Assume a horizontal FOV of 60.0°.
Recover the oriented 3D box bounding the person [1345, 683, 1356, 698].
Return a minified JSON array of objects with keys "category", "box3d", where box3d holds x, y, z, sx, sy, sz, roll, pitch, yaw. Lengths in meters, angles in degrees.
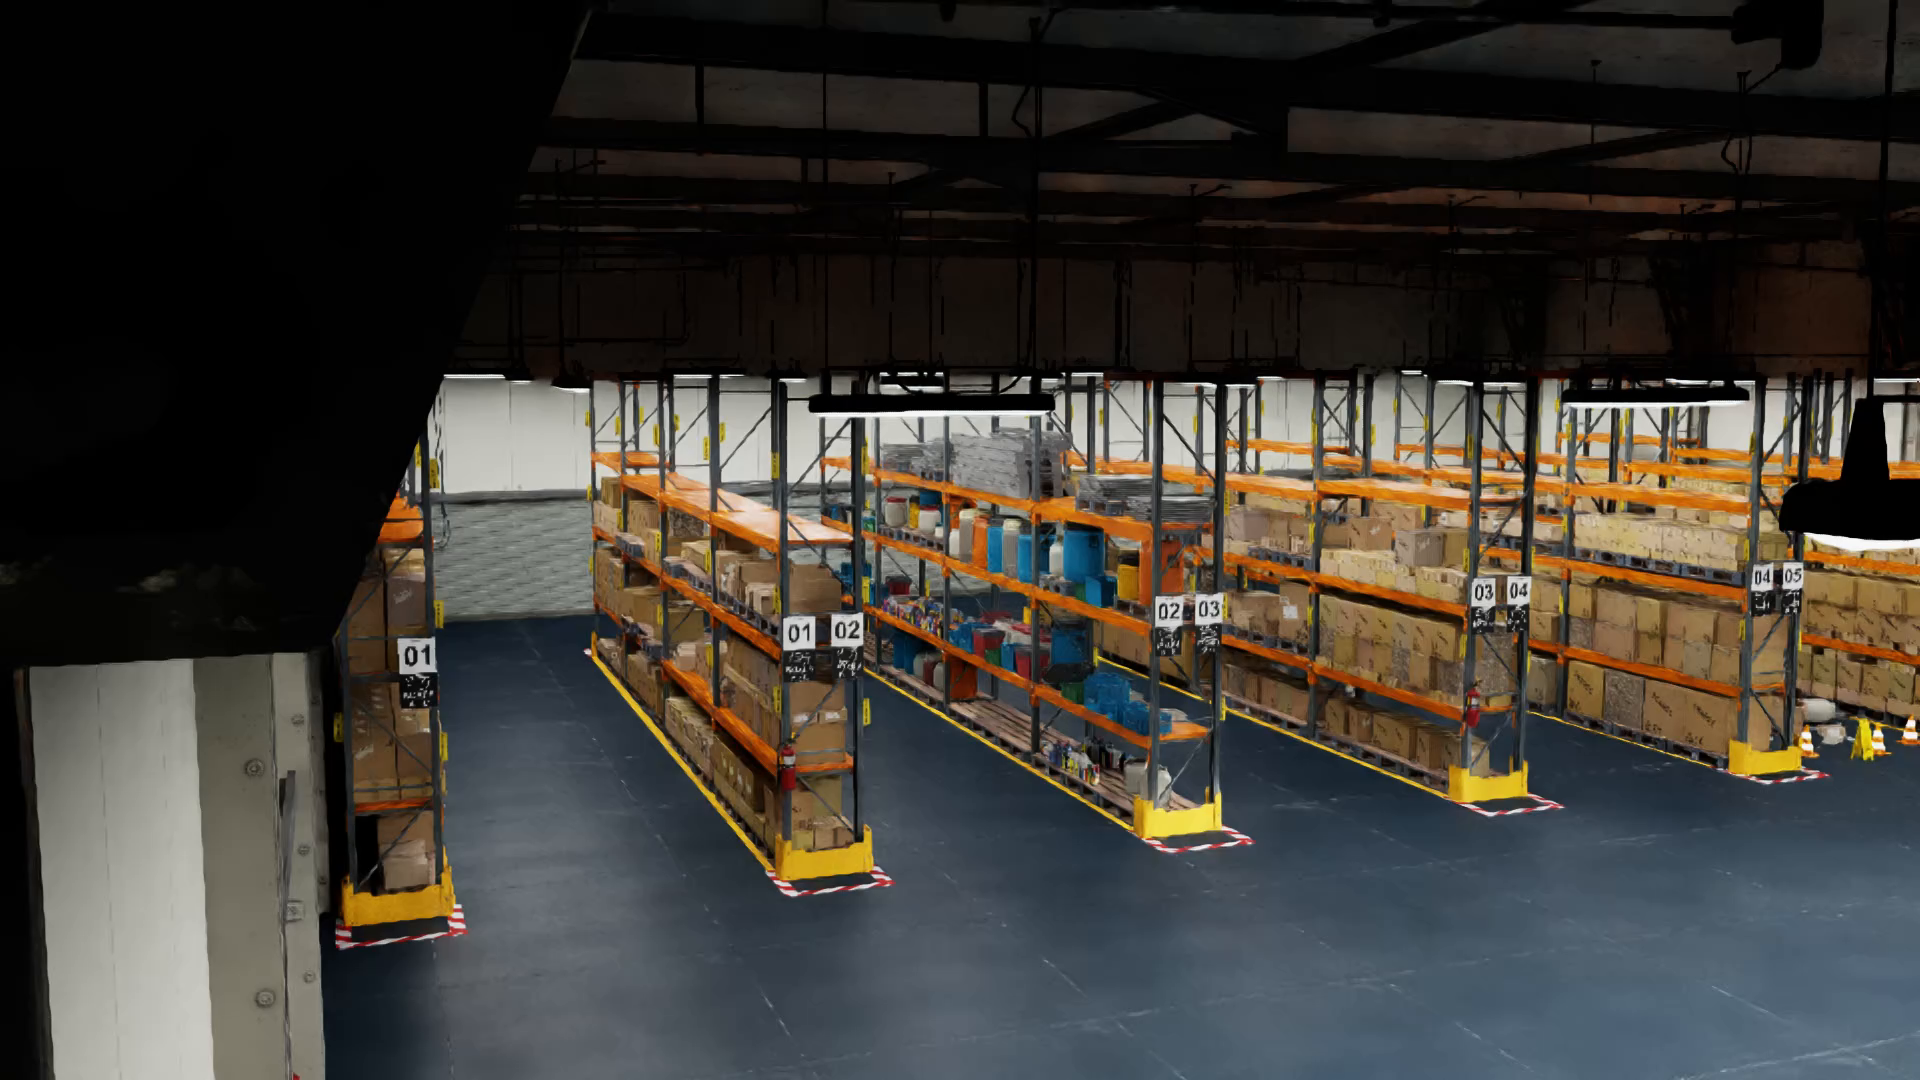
[{"category":"person","box3d":[7.096,2.106,29.910,0.598,1.786,0.444,6,9,44]}]
